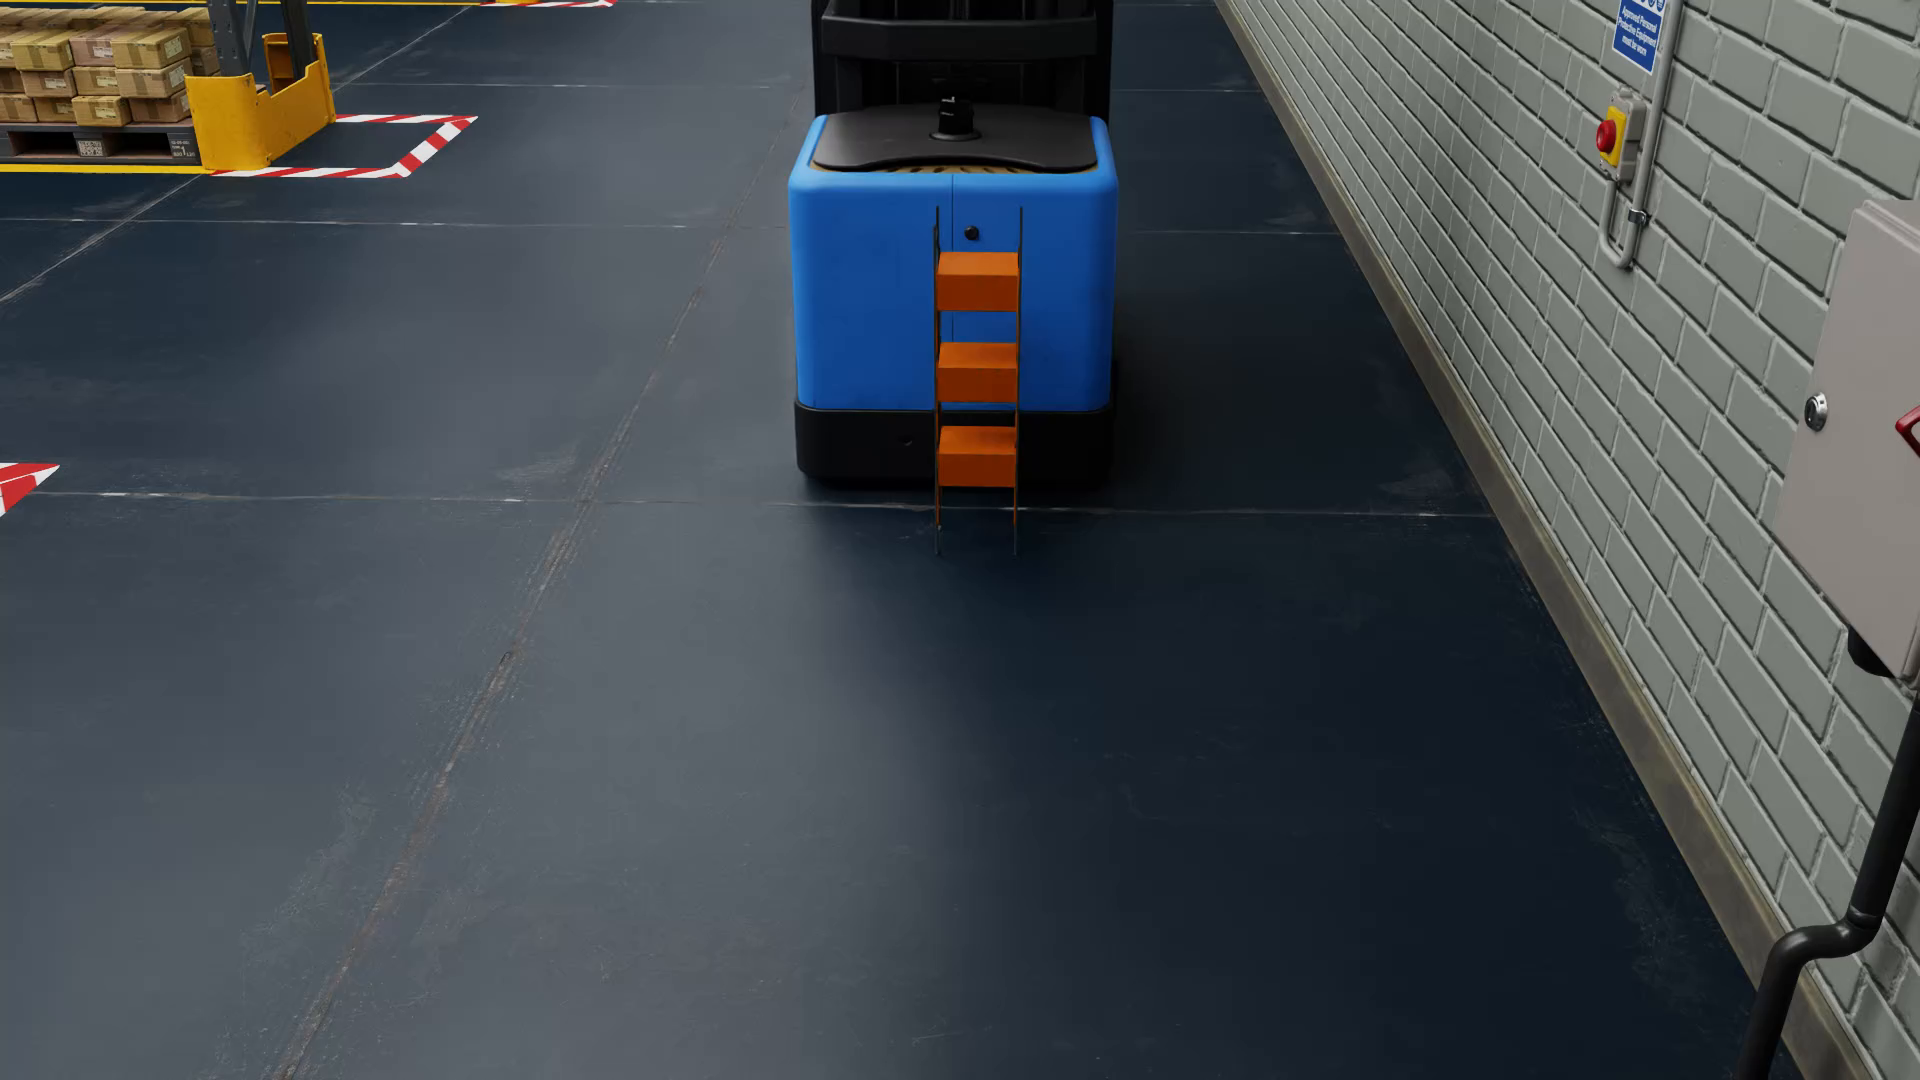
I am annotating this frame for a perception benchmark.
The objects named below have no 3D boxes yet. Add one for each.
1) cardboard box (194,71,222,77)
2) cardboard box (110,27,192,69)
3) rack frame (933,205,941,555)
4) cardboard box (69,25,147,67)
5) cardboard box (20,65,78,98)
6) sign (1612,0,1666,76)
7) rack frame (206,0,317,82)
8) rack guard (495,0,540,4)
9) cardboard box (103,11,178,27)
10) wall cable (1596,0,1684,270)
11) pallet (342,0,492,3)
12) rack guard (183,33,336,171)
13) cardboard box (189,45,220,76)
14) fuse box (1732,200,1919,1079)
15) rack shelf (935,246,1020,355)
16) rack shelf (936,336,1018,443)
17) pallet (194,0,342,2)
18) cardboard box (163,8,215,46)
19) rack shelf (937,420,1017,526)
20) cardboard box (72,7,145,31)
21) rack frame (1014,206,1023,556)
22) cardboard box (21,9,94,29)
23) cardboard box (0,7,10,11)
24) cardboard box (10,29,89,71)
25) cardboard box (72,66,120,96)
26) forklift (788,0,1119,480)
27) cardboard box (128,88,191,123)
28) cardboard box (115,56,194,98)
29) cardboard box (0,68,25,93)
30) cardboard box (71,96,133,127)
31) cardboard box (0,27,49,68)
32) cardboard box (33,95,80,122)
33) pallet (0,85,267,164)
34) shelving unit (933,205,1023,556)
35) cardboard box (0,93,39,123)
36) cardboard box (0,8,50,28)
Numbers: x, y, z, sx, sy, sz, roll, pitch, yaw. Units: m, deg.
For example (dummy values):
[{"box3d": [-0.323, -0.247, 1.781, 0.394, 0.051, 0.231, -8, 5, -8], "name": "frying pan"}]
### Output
[{"box3d": [-4.383, -2.690, 9.717, 0.250, 0.149, 0.380, 2, 28, 3], "name": "cardboard box"}, {"box3d": [-4.408, -2.684, 9.071, 0.250, 0.149, 0.380, 1, 28, 2], "name": "cardboard box"}, {"box3d": [-0.068, -0.465, 5.006, 0.008, 1.050, 0.200, 1, 28, 2], "name": "rack frame"}, {"box3d": [-4.658, -2.715, 9.130, 0.250, 0.149, 0.380, 1, 28, 3], "name": "cardboard box"}, {"box3d": [-4.927, -2.546, 9.127, 0.250, 0.149, 0.380, 0, 28, 0], "name": "cardboard box"}, {"box3d": [1.755, -1.345, 4.297, 0.001, 0.218, 0.327, 1, 28, 2], "name": "sign"}, {"box3d": [-3.870, -3.605, 8.849, 0.127, 3.000, 1.000, 1, 28, 2], "name": "rack frame"}, {"box3d": [-3.570, -4.821, 13.810, 0.348, 0.500, 1.175, 1, 28, 2], "name": "rack guard"}, {"box3d": [-4.662, -2.910, 9.497, 0.250, 0.149, 0.380, 1, 28, 3], "name": "cardboard box"}, {"box3d": [1.692, -1.667, 4.074, 0.123, 1.953, 0.585, 1, 28, 2], "name": "wall cable"}, {"box3d": [-4.396, -4.670, 13.834, 1.213, 0.211, 1.003, 1, 28, 2], "name": "pallet"}, {"box3d": [-3.946, -2.502, 9.437, 0.348, 0.500, 1.175, 1, 28, 2], "name": "rack guard"}, {"box3d": [-4.385, -2.792, 9.591, 0.250, 0.149, 0.380, 2, 28, 4], "name": "cardboard box"}, {"box3d": [1.472, 0.346, 2.771, 0.414, 1.711, 0.539, 1, 28, 2], "name": "fuse box"}, {"box3d": [0.053, -0.704, 4.874, 0.240, 0.259, 0.215, 1, 28, 2], "name": "rack shelf"}, {"box3d": [0.053, -0.454, 5.007, 0.240, 0.259, 0.215, 1, 28, 2], "name": "rack shelf"}, {"box3d": [-5.612, -4.691, 13.875, 1.213, 0.211, 1.003, 1, 28, 2], "name": "pallet"}, {"box3d": [-4.382, -2.962, 9.595, 0.250, 0.149, 0.380, 0, 28, -1], "name": "cardboard box"}, {"box3d": [0.054, -0.208, 5.138, 0.240, 0.259, 0.215, 1, 28, 2], "name": "rack shelf"}, {"box3d": [-4.909, -2.974, 9.618, 0.250, 0.149, 0.380, 1, 28, 2], "name": "cardboard box"}, {"box3d": [0.175, -0.461, 4.999, 0.008, 1.050, 0.200, 1, 28, 2], "name": "rack frame"}, {"box3d": [-5.160, -2.940, 9.553, 0.250, 0.149, 0.380, 0, 28, -1], "name": "cardboard box"}, {"box3d": [-5.698, -2.974, 9.619, 0.250, 0.149, 0.380, 1, 28, 3], "name": "cardboard box"}, {"box3d": [-4.921, -2.660, 9.026, 0.250, 0.149, 0.380, 0, 28, 1], "name": "cardboard box"}, {"box3d": [-4.667, -2.567, 9.169, 0.250, 0.149, 0.380, 0, 28, 1], "name": "cardboard box"}, {"box3d": [0.014, -2.141, 6.159, 1.130, 2.935, 3.031, 1, 28, 1], "name": "forklift"}, {"box3d": [-4.404, -2.442, 9.250, 0.250, 0.149, 0.380, 1, 28, 3], "name": "cardboard box"}, {"box3d": [-4.408, -2.538, 9.113, 0.250, 0.149, 0.380, 0, 28, 0], "name": "cardboard box"}, {"box3d": [-5.192, -2.598, 9.227, 0.250, 0.149, 0.380, 1, 28, 1], "name": "cardboard box"}, {"box3d": [-4.664, -2.399, 9.169, 0.250, 0.149, 0.380, 2, 28, 3], "name": "cardboard box"}, {"box3d": [-5.177, -2.694, 9.090, 0.250, 0.149, 0.380, 0, 28, 0], "name": "cardboard box"}, {"box3d": [-4.925, -2.444, 9.253, 0.250, 0.149, 0.380, 1, 28, 2], "name": "cardboard box"}, {"box3d": [-4.757, -2.405, 9.561, 1.213, 0.211, 1.003, 1, 28, 2], "name": "pallet"}, {"box3d": [0.053, -0.463, 5.002, 0.252, 1.050, 0.215, 1, 28, 2], "name": "shelving unit"}, {"box3d": [-5.173, -2.442, 9.249, 0.250, 0.149, 0.380, 1, 28, 2], "name": "cardboard box"}, {"box3d": [-5.437, -2.949, 9.570, 0.250, 0.149, 0.380, 2, 28, 4], "name": "cardboard box"}]
